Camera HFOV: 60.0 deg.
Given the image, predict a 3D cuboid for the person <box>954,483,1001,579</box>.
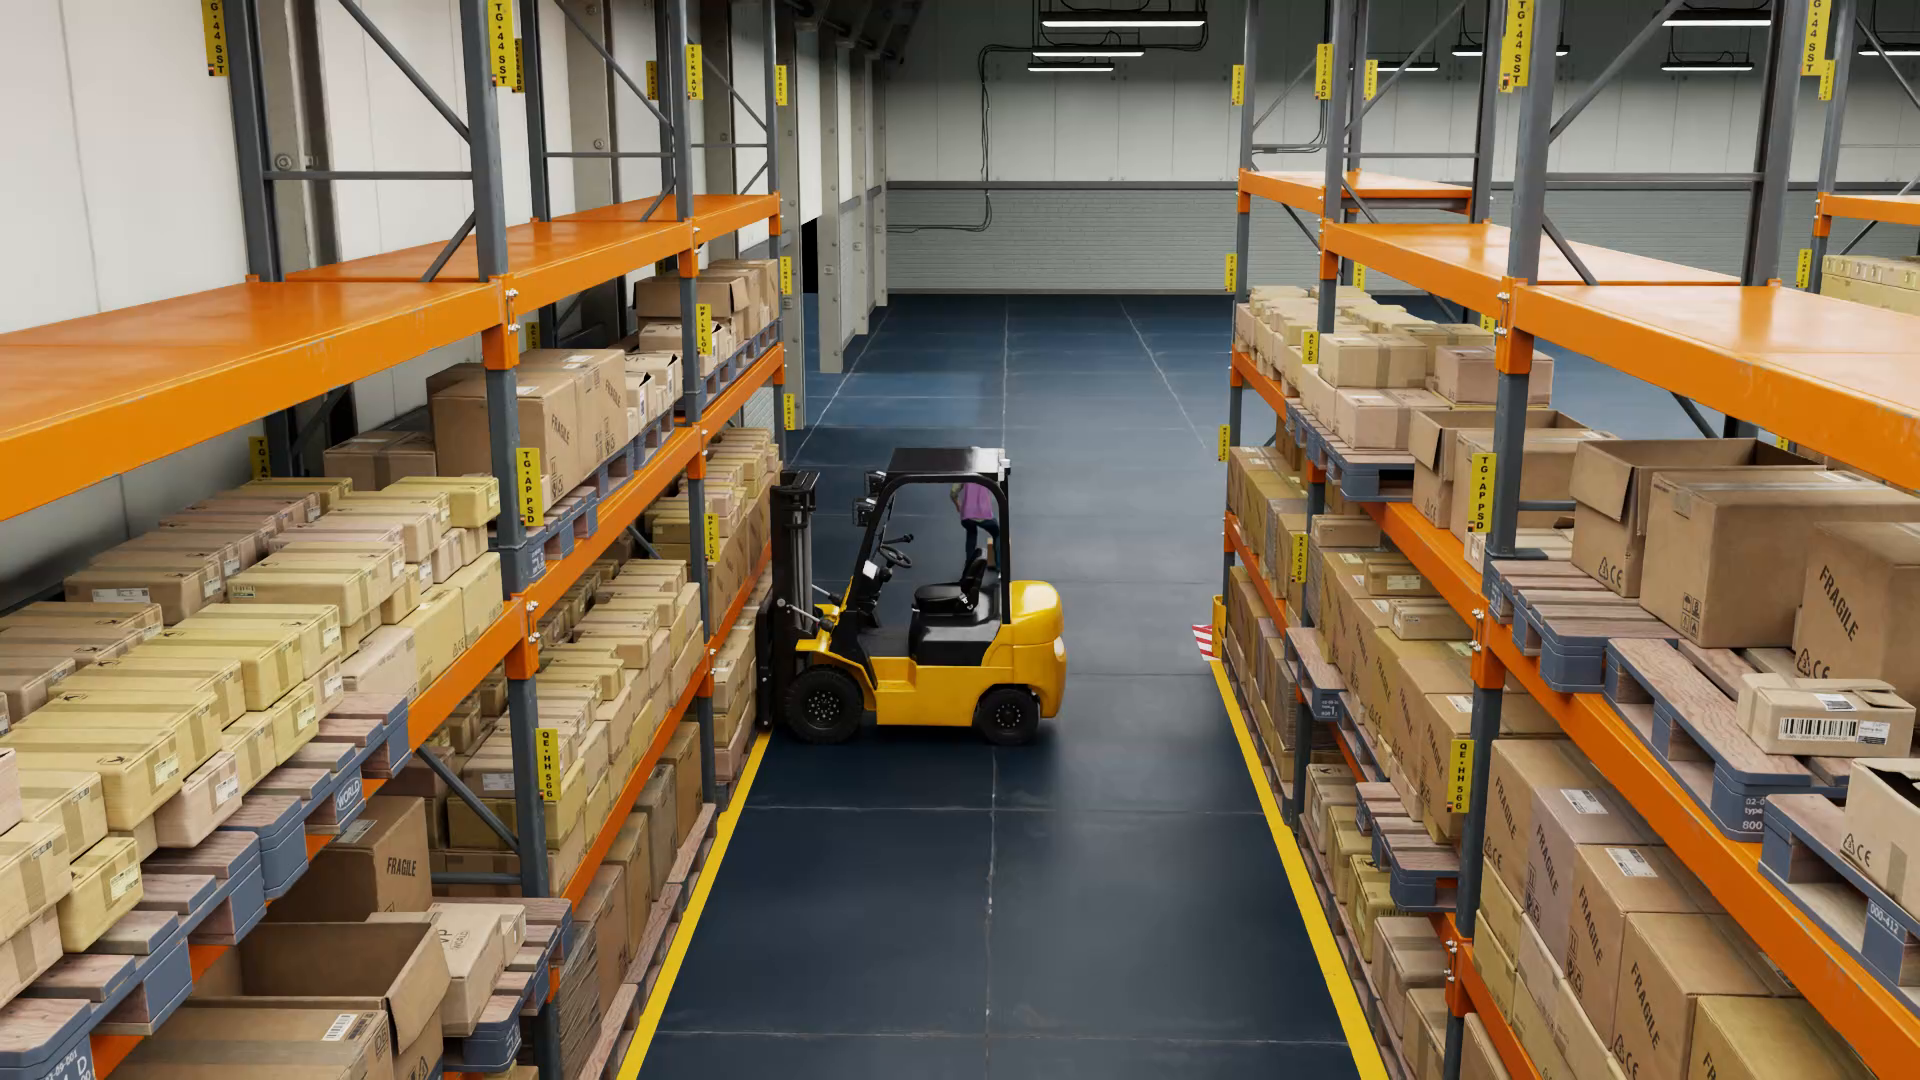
[{"bbox_3d":[0.220,-0.226,17.541,0.625,1.312,0.665,4,15,14],"label":"person"}]
